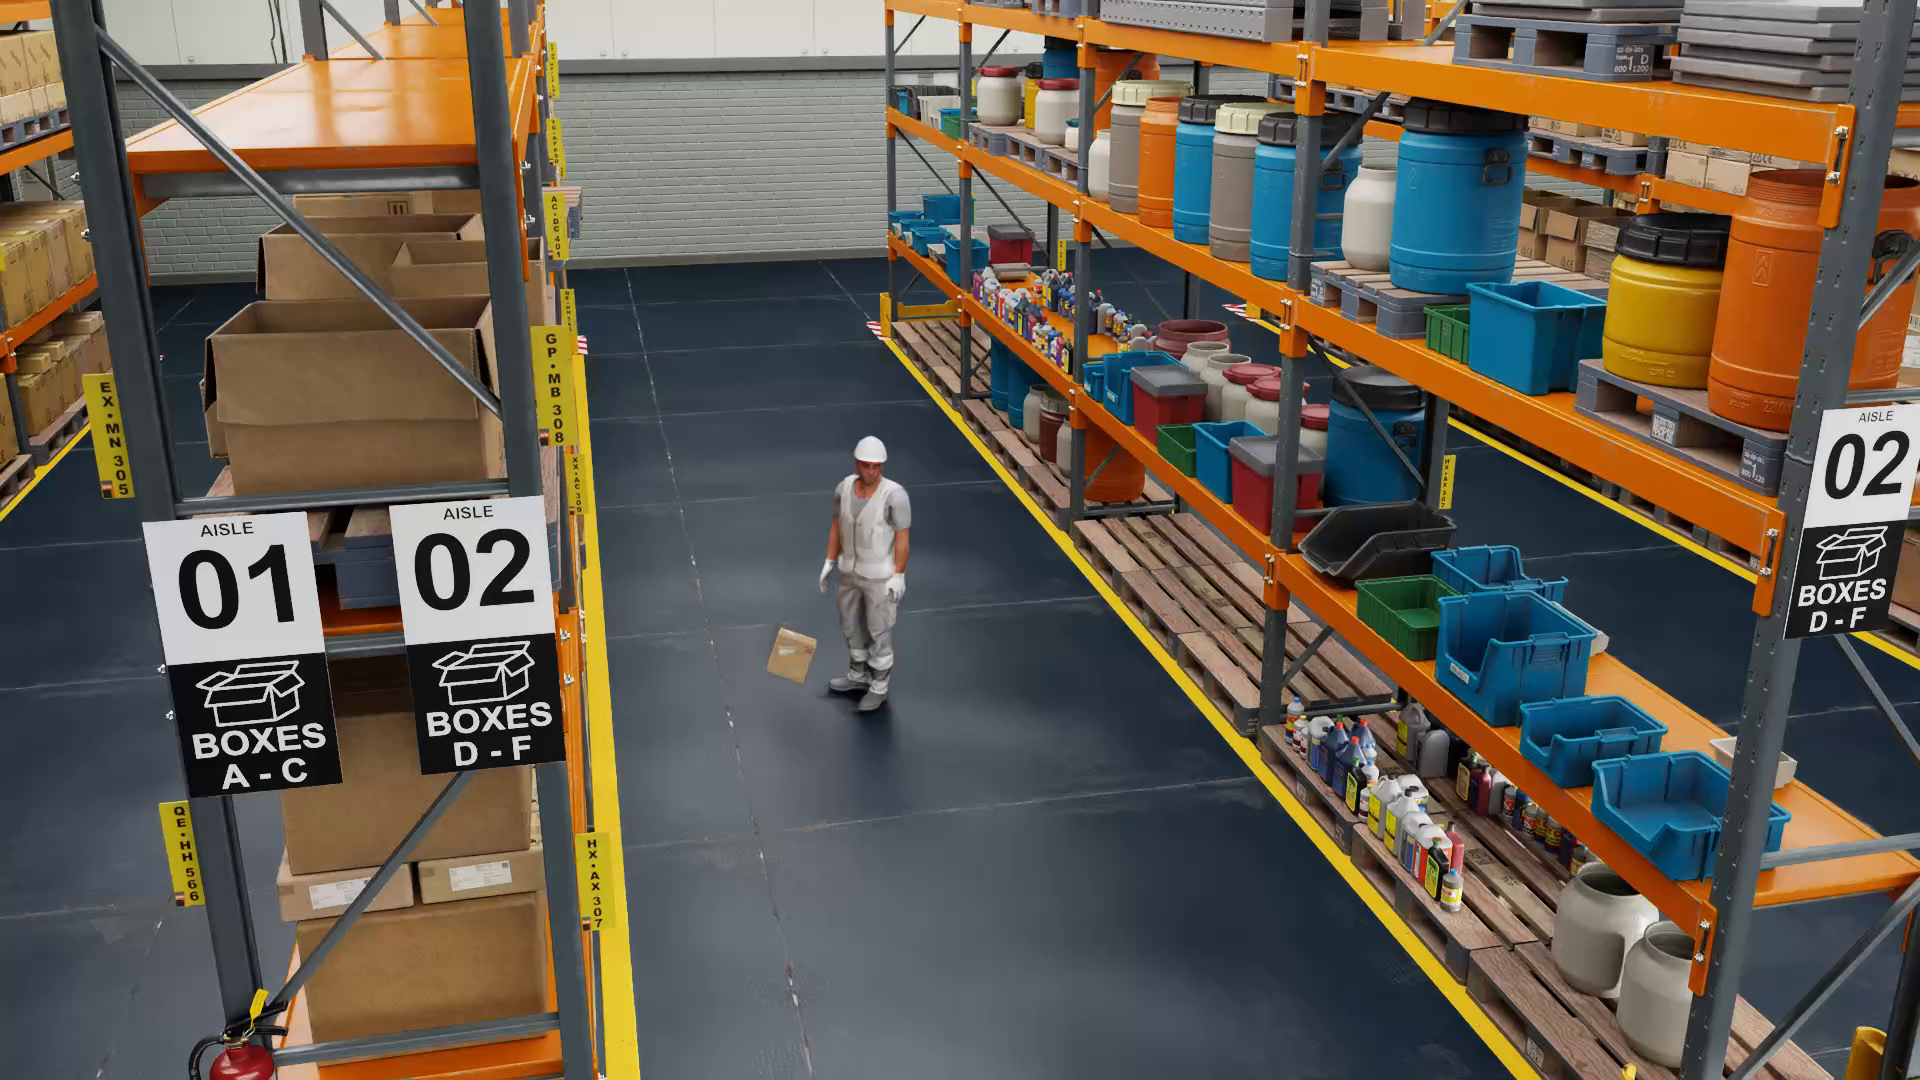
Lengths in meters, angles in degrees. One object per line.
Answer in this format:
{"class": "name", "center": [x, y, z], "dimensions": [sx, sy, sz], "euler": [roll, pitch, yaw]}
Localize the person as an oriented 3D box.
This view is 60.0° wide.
{"class": "person", "center": [-0.621, 0.202, 10.408], "dimensions": [0.665, 1.788, 0.423], "euler": [12, 23, 31]}
